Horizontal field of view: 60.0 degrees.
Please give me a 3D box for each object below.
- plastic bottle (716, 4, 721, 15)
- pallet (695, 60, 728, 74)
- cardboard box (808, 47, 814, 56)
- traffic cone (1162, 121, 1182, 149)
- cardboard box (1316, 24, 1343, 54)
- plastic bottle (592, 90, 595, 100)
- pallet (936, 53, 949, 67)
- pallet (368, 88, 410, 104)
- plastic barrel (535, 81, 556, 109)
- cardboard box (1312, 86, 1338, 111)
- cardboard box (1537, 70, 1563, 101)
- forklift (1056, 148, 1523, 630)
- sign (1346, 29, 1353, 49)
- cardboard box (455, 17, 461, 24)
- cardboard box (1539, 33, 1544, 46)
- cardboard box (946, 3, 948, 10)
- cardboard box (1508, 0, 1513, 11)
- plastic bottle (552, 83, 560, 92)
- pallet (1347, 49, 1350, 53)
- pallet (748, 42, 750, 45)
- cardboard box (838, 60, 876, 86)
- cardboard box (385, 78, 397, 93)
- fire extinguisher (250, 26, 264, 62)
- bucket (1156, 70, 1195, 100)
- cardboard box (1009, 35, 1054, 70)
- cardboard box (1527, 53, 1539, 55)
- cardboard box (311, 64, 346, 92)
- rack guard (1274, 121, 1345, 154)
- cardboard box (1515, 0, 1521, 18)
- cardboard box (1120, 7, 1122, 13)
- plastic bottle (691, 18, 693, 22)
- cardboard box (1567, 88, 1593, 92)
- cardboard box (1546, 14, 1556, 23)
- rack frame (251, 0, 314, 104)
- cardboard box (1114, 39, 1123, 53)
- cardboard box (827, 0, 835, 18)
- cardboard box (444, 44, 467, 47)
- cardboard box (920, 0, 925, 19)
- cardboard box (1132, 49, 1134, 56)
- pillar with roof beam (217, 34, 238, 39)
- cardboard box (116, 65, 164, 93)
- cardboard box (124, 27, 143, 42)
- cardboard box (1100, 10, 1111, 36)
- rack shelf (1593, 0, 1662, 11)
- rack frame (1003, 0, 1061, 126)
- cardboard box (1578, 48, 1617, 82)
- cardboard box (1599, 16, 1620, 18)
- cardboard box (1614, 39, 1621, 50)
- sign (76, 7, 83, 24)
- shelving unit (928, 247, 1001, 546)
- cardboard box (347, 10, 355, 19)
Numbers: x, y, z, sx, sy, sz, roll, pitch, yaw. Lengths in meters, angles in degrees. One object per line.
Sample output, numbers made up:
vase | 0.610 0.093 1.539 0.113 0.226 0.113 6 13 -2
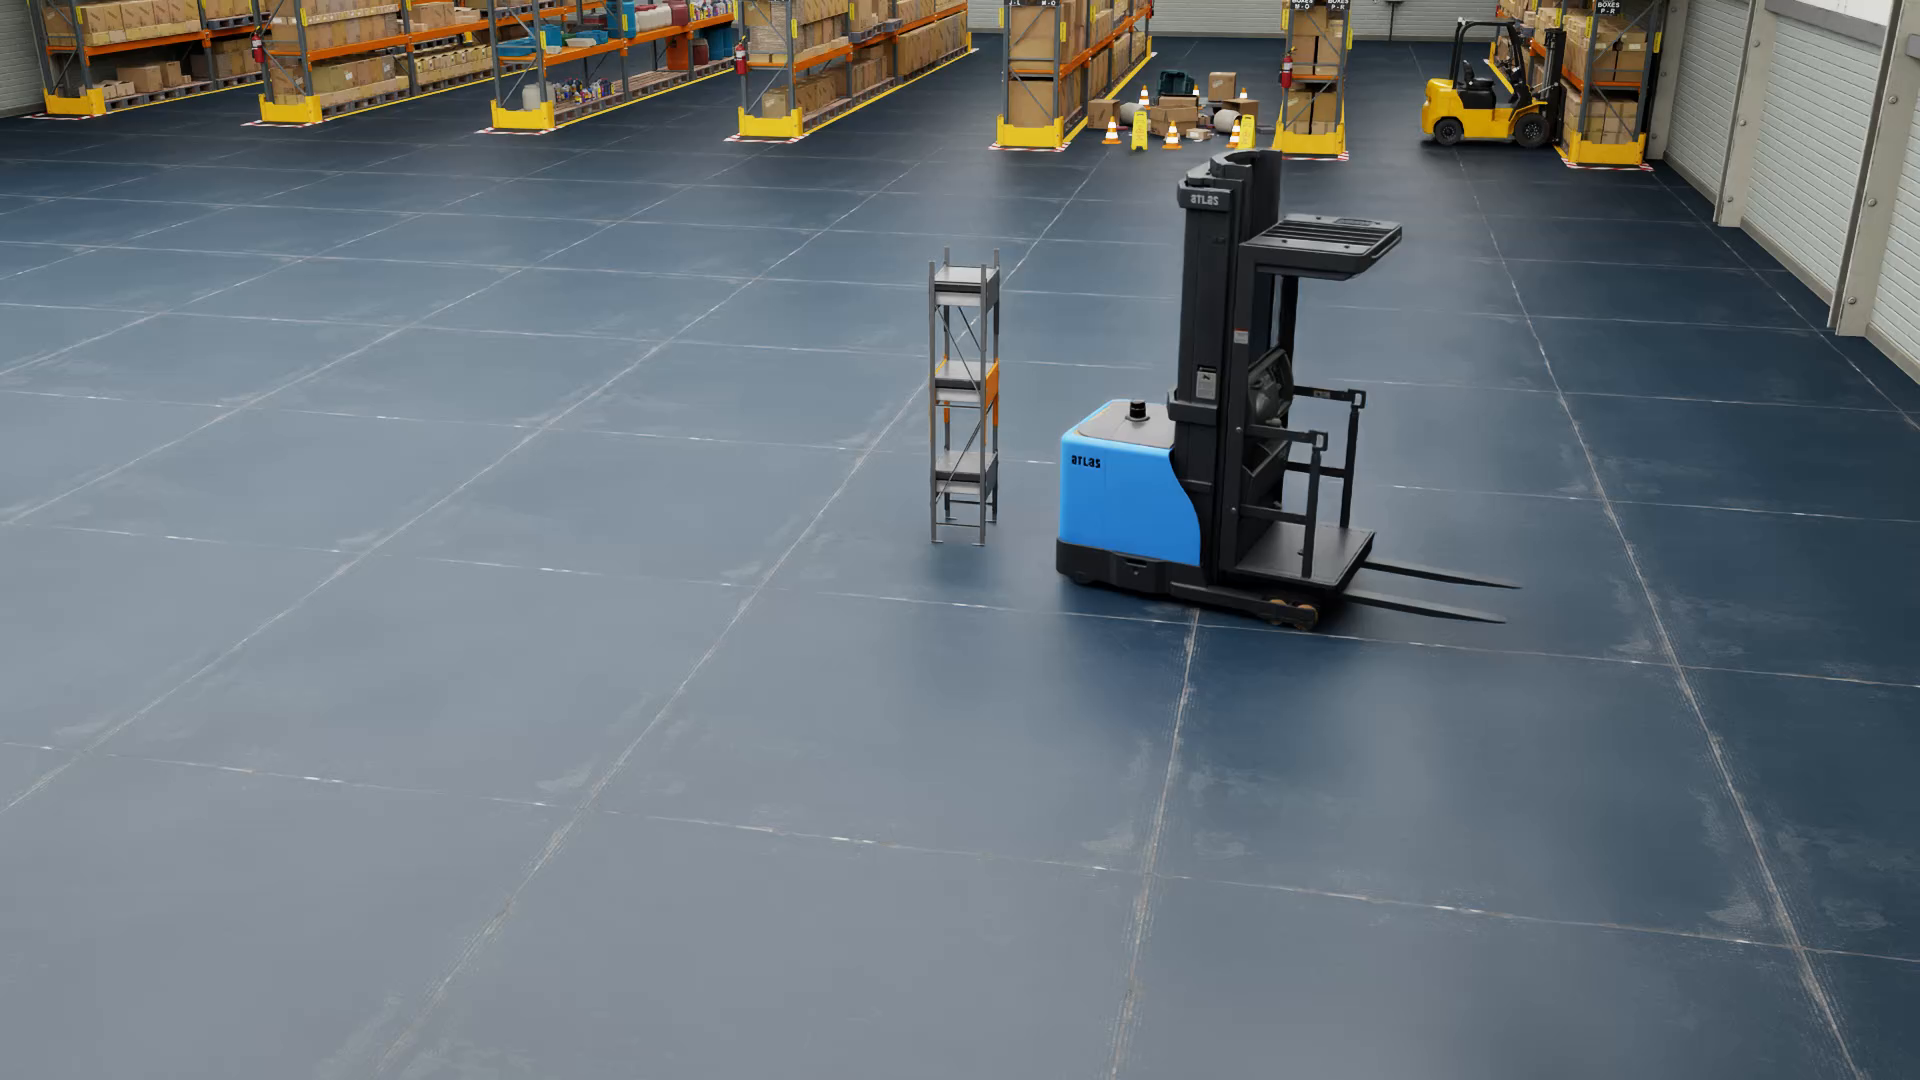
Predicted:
plastic bottle | -5.980 -13.067 40.949 0.152 0.276 0.135 4 22 11
pallet | -6.408 -11.725 41.184 1.003 0.211 1.213 4 22 11
cardboard box | -3.023 -9.406 32.030 0.380 0.149 0.250 4 22 11
traffic cone | 3.807 -7.263 29.767 0.336 0.463 0.334 4 22 11
cardboard box | 6.907 -9.310 30.924 0.500 0.500 0.500 5 22 12
plastic bottle | -7.585 -9.175 34.277 0.097 0.201 0.097 0 22 0
pallet | -0.883 -12.346 42.726 1.003 0.211 1.213 4 22 11
pallet | -12.648 -9.617 35.950 1.003 0.211 1.213 4 22 11
plastic barrel | -8.250 -8.827 33.024 0.421 0.512 0.421 0 22 0
cardboard box | 6.680 -7.965 30.230 0.500 0.500 0.500 4 22 9
cardboard box | 12.227 -9.153 33.681 0.875 0.625 0.625 4 22 9
forklift | 2.227 -0.995 10.901 3.031 2.935 1.130 10 24 24
sign | 6.669 -8.584 28.493 0.100 0.325 0.005 4 22 11
cardboard box | -11.833 -12.074 38.654 0.380 0.149 0.250 6 23 15
cardboard box | 12.095 -10.186 33.832 0.500 0.250 0.500 4 22 9
cardboard box | -0.518 -13.716 42.732 0.380 0.149 0.250 4 22 10
cardboard box | 13.514 -12.874 40.107 0.500 0.250 0.500 4 22 11
plastic bottle | -8.330 -9.239 34.235 0.144 0.351 0.185 5 23 13
pallet | 7.253 -9.866 33.092 1.003 0.211 1.213 4 22 11
pallet | -5.354 -13.616 45.879 1.003 0.211 1.213 4 22 11
cardboard box | -2.258 -10.291 36.648 0.700 0.500 0.500 6 23 15
cardboard box | -12.437 -9.749 35.664 0.500 0.250 0.500 4 22 11
fire extinguisher | -13.739 -9.692 32.506 0.296 0.674 0.183 4 22 11
bucket | 4.317 -8.988 33.002 0.726 0.611 0.620 13 15 29
cardboard box | 1.303 -8.773 29.920 0.875 0.550 0.550 4 22 11
cardboard box | 12.754 -10.688 36.792 0.380 0.149 0.250 4 22 10
cardboard box | -12.833 -9.365 33.706 0.500 0.500 0.500 4 22 11
rack guard | 6.154 -7.092 29.293 1.175 0.500 0.348 4 22 11
cardboard box | 13.023 -12.127 37.754 0.700 0.500 0.500 5 22 12
cardboard box | 3.570 -12.394 38.886 0.380 0.149 0.250 5 23 13
plastic bottle | -6.375 -12.358 39.190 0.152 0.276 0.135 4 22 11
cardboard box | 11.089 -7.979 29.930 0.500 0.250 0.500 4 22 10
cardboard box | 11.877 -10.371 33.087 0.380 0.149 0.250 4 22 9
rack frame | -13.260 -9.735 32.511 1.000 3.000 0.127 4 22 11
cardboard box | 3.499 -11.472 38.603 0.500 0.250 0.500 5 22 11
cardboard box | -2.773 -10.539 32.635 0.500 0.500 0.500 4 22 11
cardboard box | -12.022 -11.672 39.686 0.500 0.311 0.500 5 23 13
cardboard box | -1.150 -12.850 40.111 0.500 0.500 0.500 4 22 10
cardboard box | 4.108 -12.071 41.166 0.380 0.149 0.250 5 23 13
pillar with roof beam | -13.376 -15.083 37.758 9.100 9.000 0.400 4 22 11
cardboard box | -17.566 -9.875 35.616 0.700 0.500 0.500 3 22 8
cardboard box | -17.499 -10.582 34.789 0.500 0.250 0.500 4 22 10
cardboard box | 2.972 -11.168 35.936 0.500 0.500 0.500 4 22 11
rack shelf | 11.406 -9.636 29.211 1.077 0.370 4.000 4 22 11
rack frame | 1.272 -8.564 29.602 1.000 3.000 0.127 4 22 11
cardboard box | 10.841 -8.093 28.299 0.500 0.500 0.500 4 22 10
cardboard box | 12.045 -9.655 30.911 0.380 0.149 0.250 5 22 11
cardboard box | 11.309 -8.393 28.176 0.380 0.149 0.250 4 22 11
sign | -17.579 -10.472 33.181 0.100 0.325 0.005 4 22 11
shelving unit | 0.034 -1.035 12.112 0.431 2.100 0.503 4 22 11
cardboard box | -12.655 -10.772 34.083 0.380 0.149 0.250 5 22 11
